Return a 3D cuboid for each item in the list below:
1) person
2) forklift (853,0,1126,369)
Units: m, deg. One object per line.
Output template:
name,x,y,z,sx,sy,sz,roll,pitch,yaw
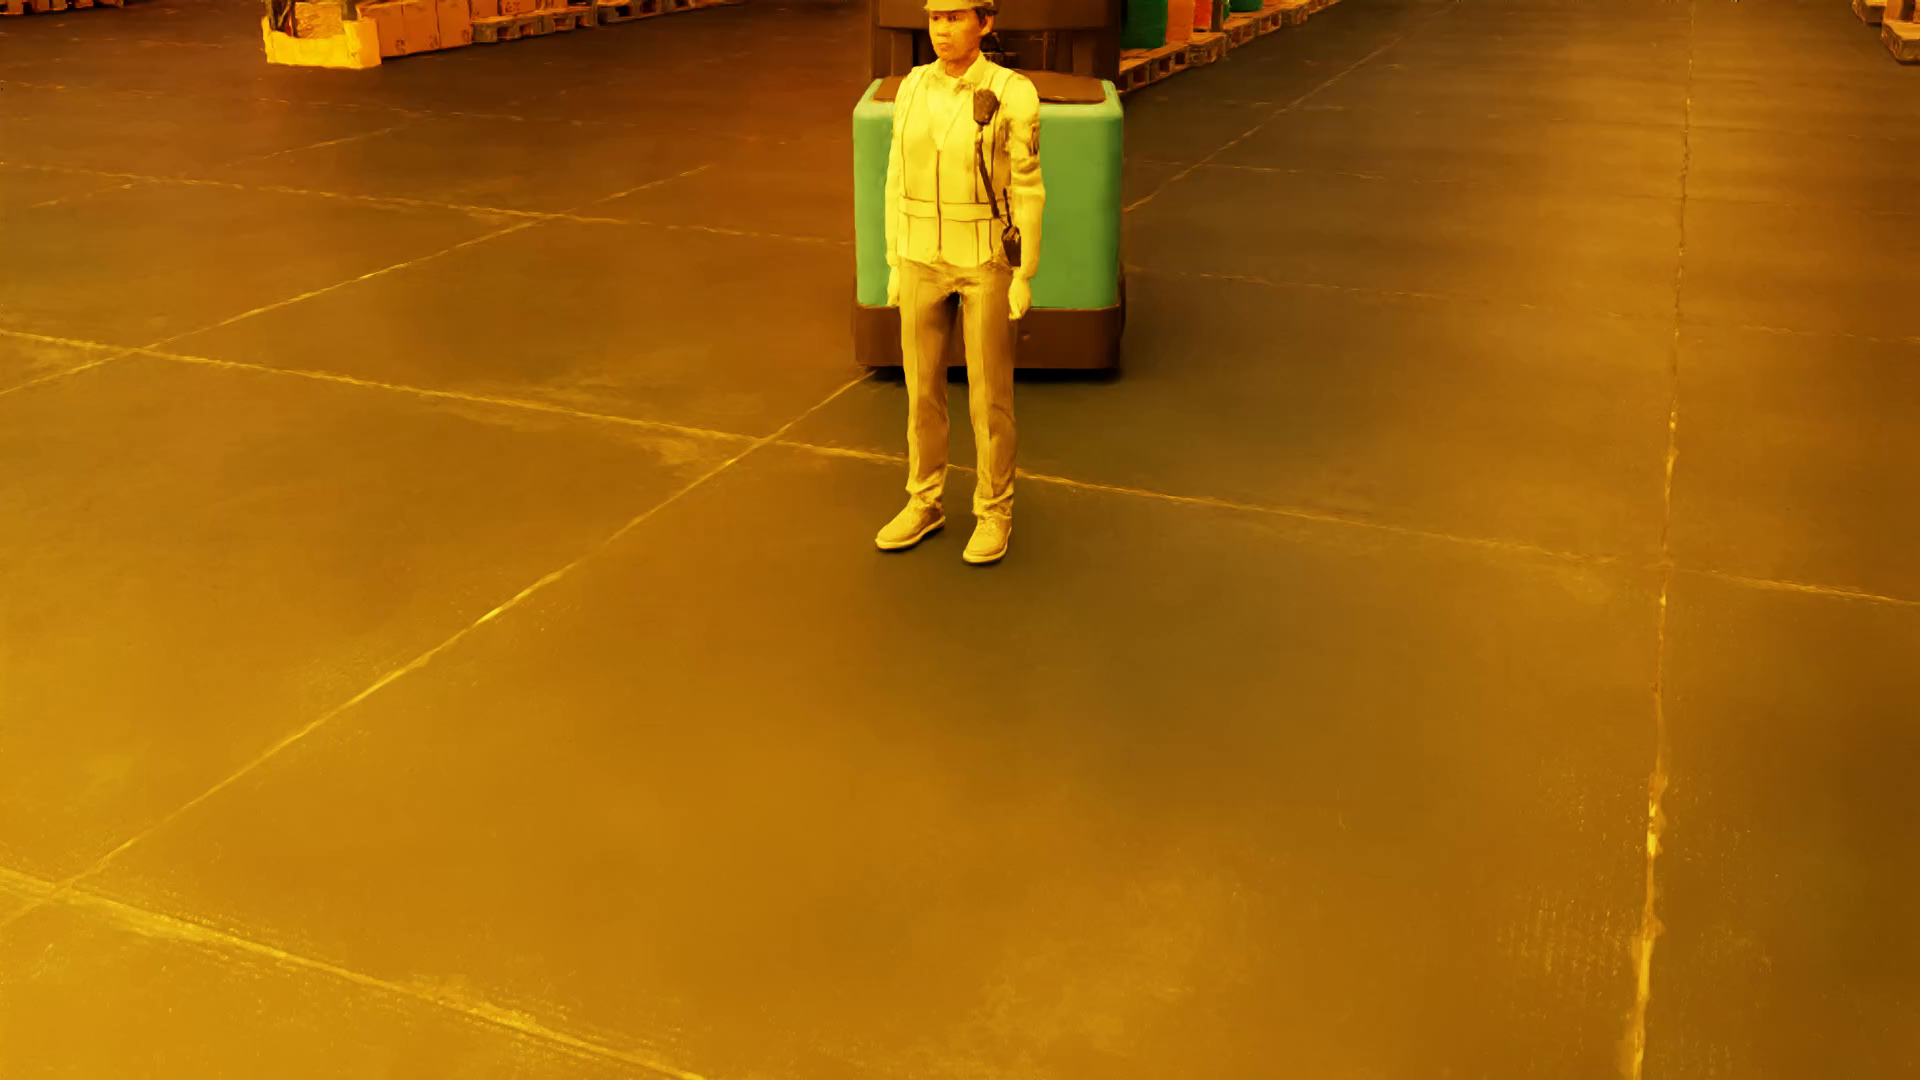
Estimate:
person,-0.005,-0.772,4.755,0.463,1.692,0.337,9,24,21
forklift,0.165,-2.546,7.384,1.130,2.935,3.031,1,23,2
